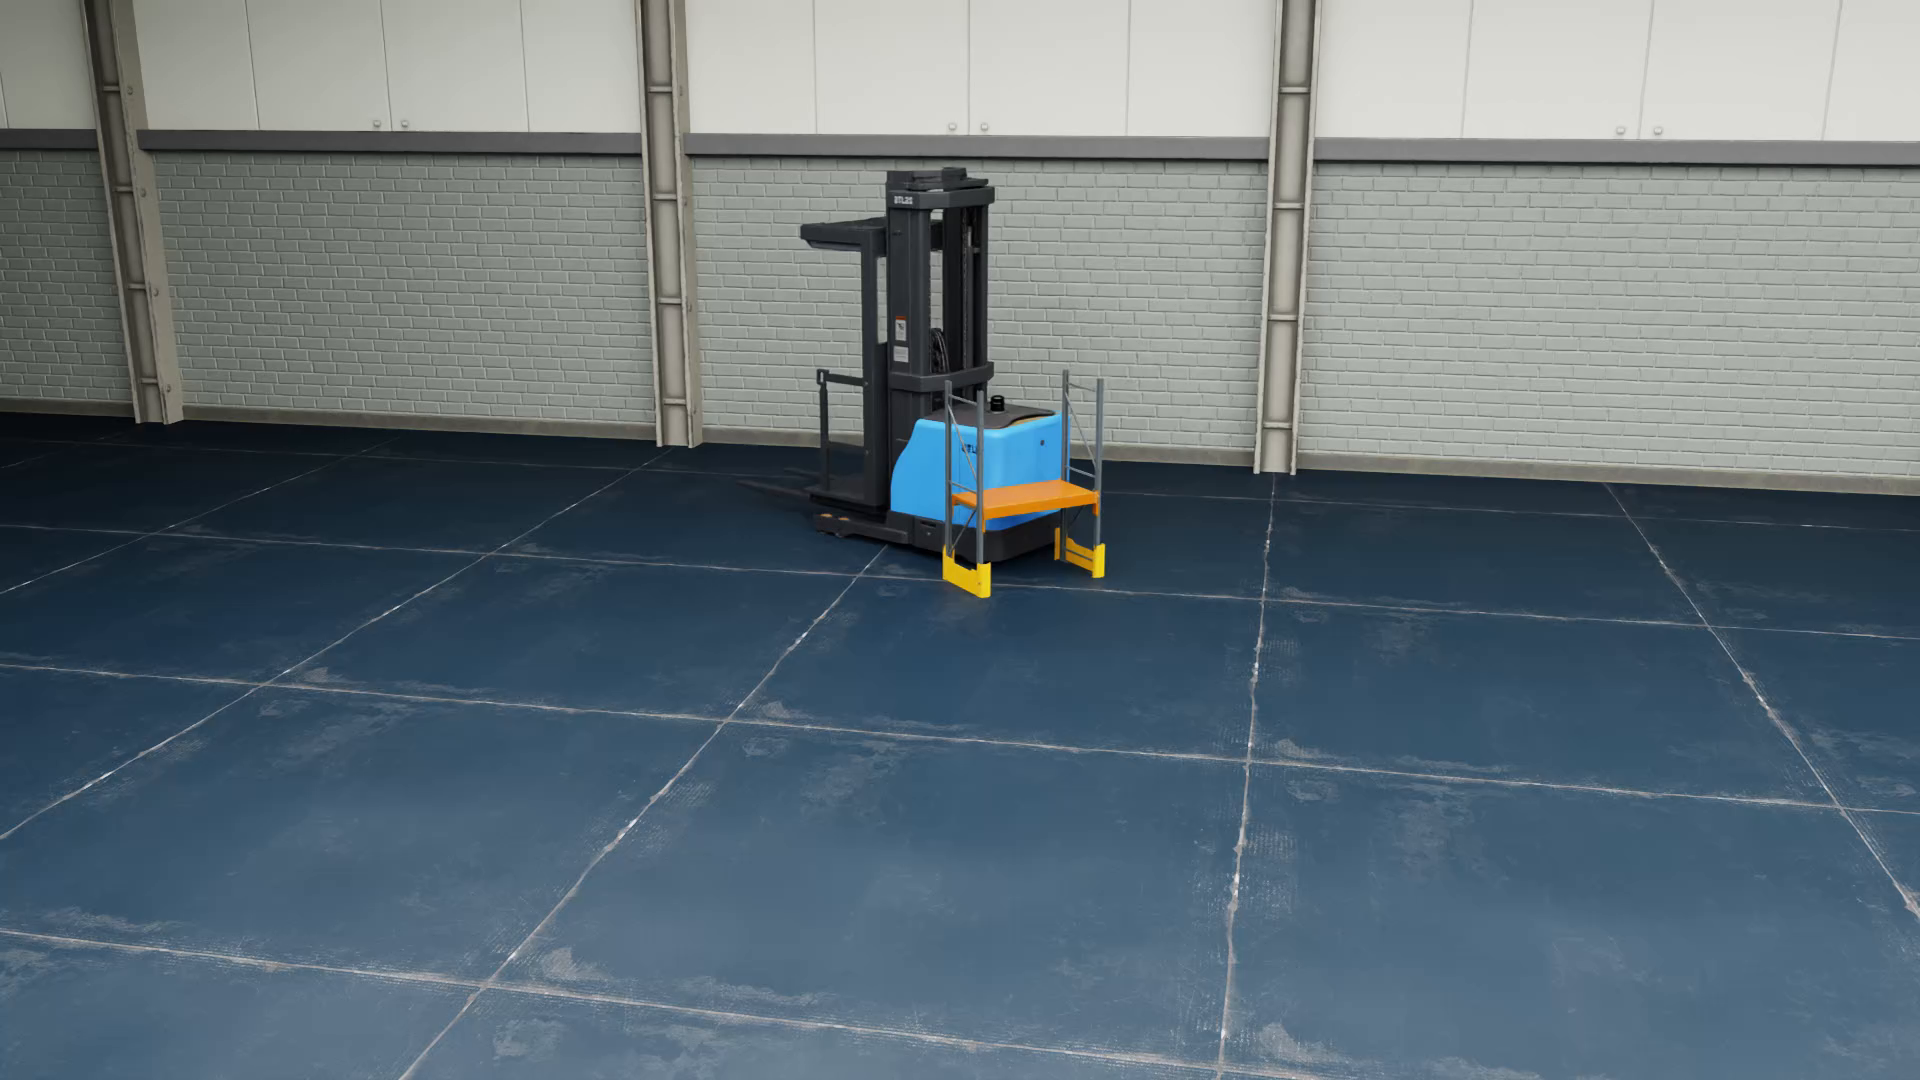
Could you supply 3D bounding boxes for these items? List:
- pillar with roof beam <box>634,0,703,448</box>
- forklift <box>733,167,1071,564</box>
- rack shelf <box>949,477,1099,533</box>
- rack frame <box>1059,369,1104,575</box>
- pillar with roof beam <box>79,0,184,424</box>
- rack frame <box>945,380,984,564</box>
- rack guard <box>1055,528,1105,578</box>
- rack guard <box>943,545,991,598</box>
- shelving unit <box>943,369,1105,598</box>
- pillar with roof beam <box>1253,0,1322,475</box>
[{"bbox_3d":[-3.727,-4.195,11.779,0.400,9.000,9.100,3,16,11],"label":"pillar with roof beam"},{"bbox_3d":[-0.585,-1.529,13.521,3.031,2.935,1.130,12,19,37],"label":"forklift"},{"bbox_3d":[0.470,-0.268,12.323,1.000,0.185,0.538,-9,18,-29],"label":"rack shelf"},{"bbox_3d":[0.911,-0.509,12.519,0.032,1.500,0.500,-9,18,-29],"label":"rack frame"},{"bbox_3d":[-9.607,-4.514,12.931,0.400,9.000,9.100,3,16,11],"label":"pillar with roof beam"},{"bbox_3d":[0.030,-0.373,12.030,0.032,1.500,0.500,-9,18,-29],"label":"rack frame"},{"bbox_3d":[0.910,0.094,12.685,0.087,0.250,0.587,-9,18,-29],"label":"rack guard"},{"bbox_3d":[0.046,0.226,12.206,0.087,0.250,0.587,-9,18,-29],"label":"rack guard"},{"bbox_3d":[0.478,-0.442,12.279,1.083,1.500,0.587,-9,18,-29],"label":"shelving unit"},{"bbox_3d":[2.153,-3.876,10.627,0.400,9.000,9.100,3,16,11],"label":"pillar with roof beam"}]
